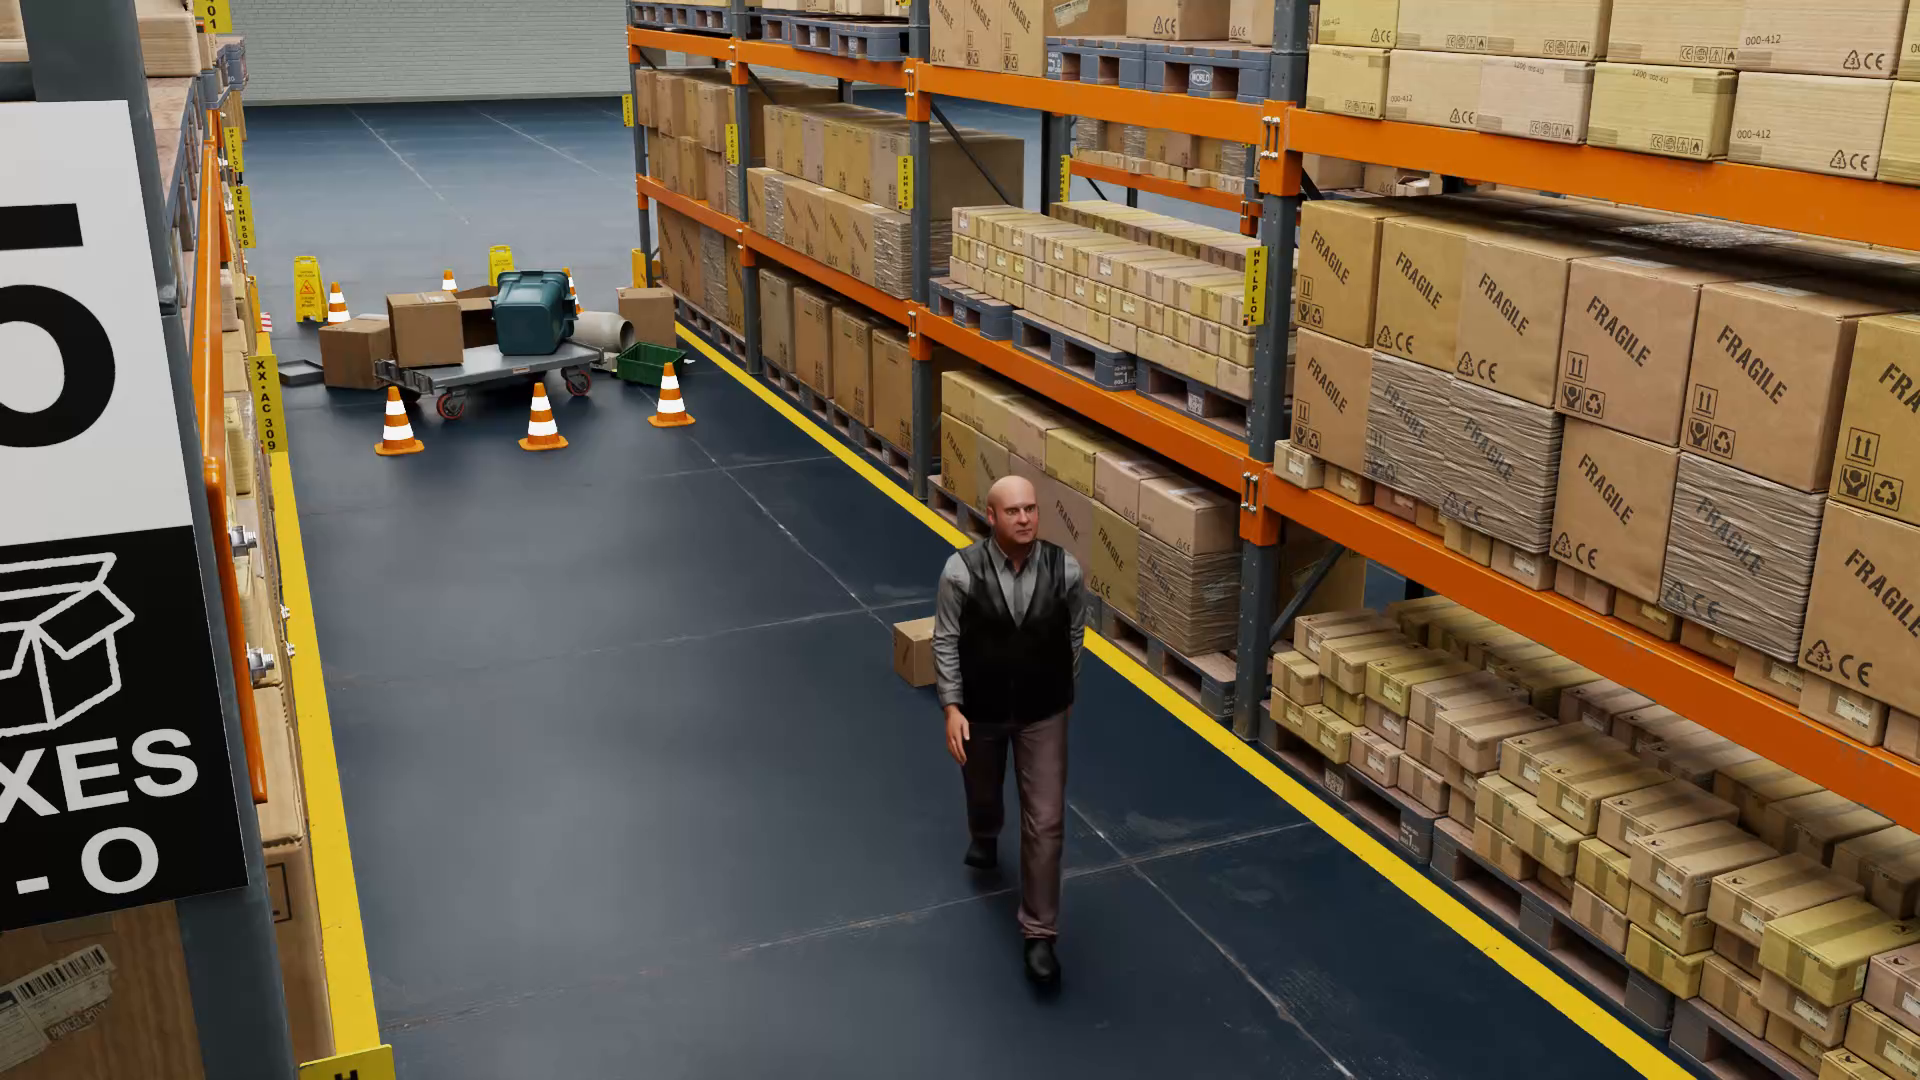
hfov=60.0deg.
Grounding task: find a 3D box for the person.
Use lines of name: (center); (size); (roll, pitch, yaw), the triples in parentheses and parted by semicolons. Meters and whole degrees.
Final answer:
person: (0.174, 0.596, 5.843); (0.544, 1.673, 1.051); (0, 19, -1)
